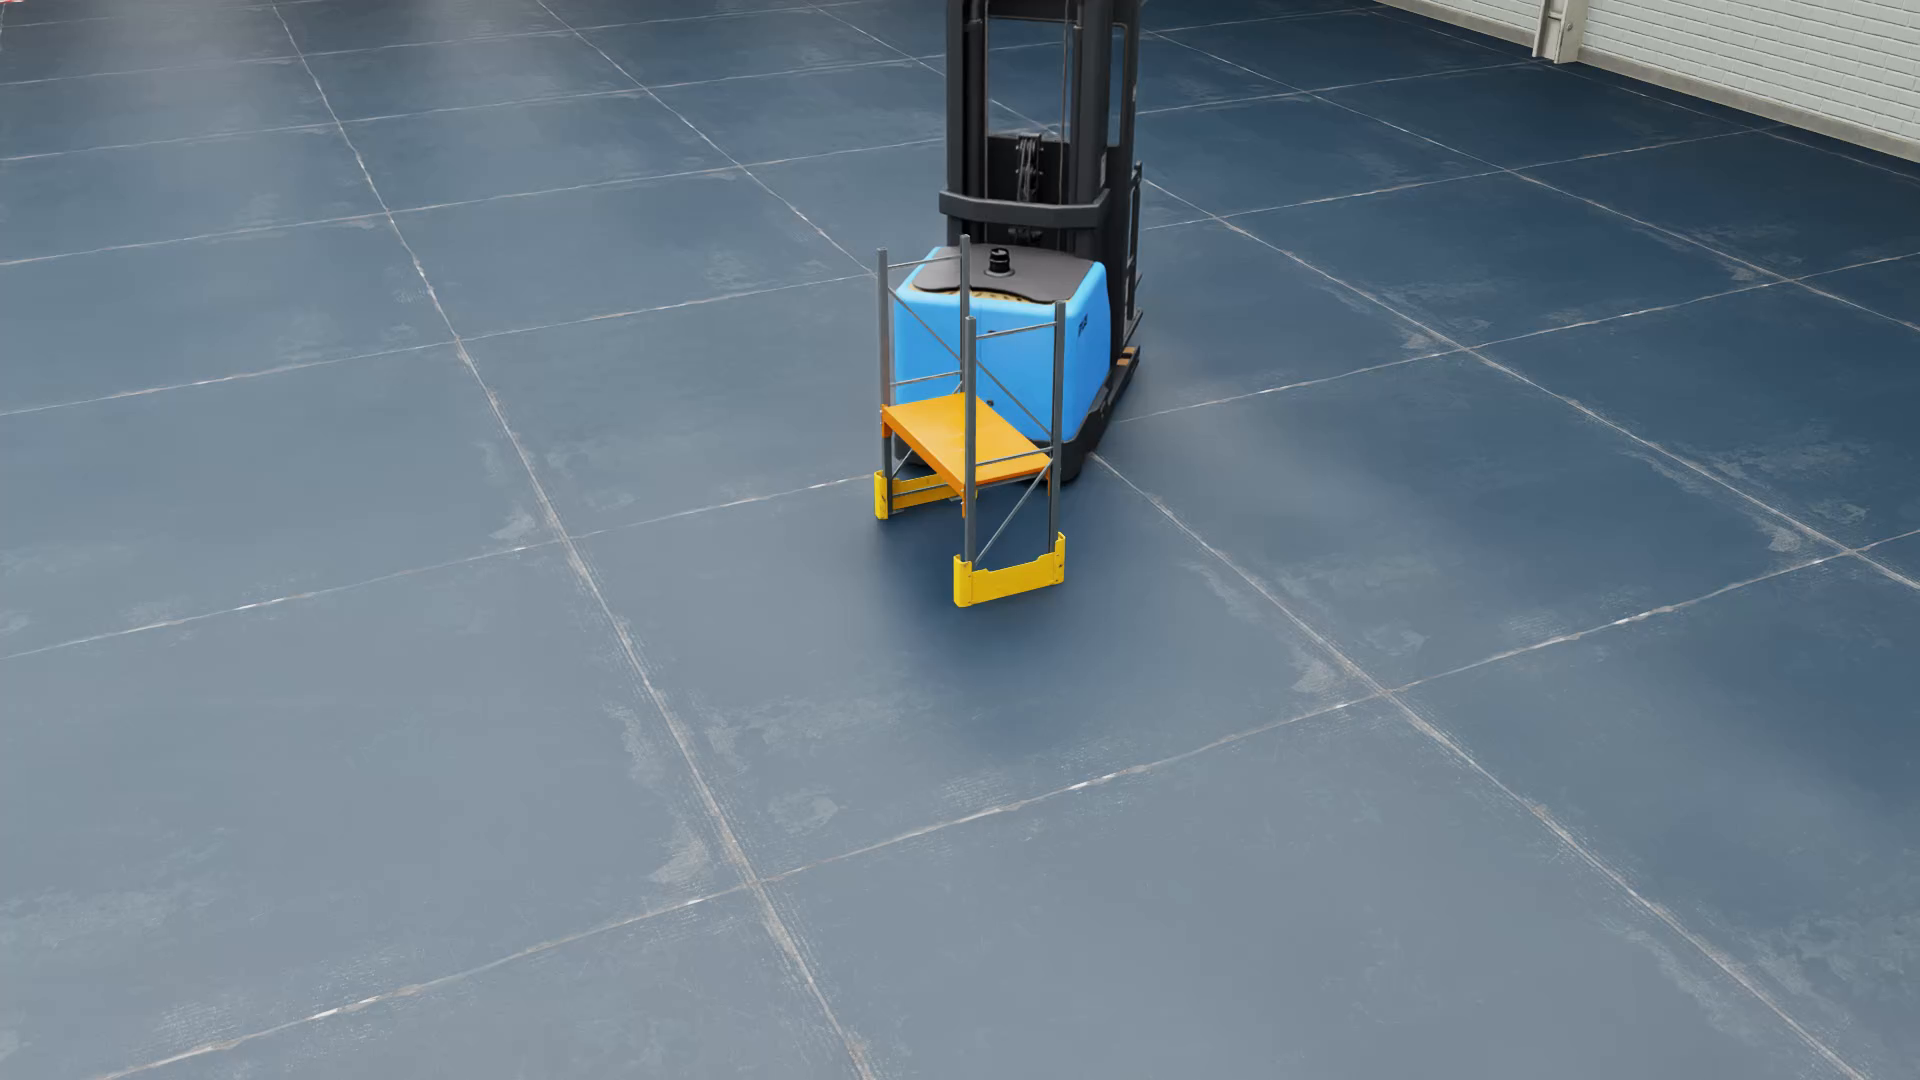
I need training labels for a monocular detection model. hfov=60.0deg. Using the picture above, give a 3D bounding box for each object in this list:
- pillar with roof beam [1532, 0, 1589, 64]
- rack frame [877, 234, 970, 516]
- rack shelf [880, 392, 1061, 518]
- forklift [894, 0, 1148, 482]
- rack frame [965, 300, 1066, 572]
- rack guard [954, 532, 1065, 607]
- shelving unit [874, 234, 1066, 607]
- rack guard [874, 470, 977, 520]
[{"bbox_3d":[2.590,-8.264,14.287,9.100,9.000,0.400,-13,32,-22],"label":"pillar with roof beam"},{"bbox_3d":[-0.182,-0.841,8.716,0.500,1.500,0.032,-13,32,-22],"label":"rack frame"},{"bbox_3d":[0.037,-0.460,8.404,0.538,0.185,1.000,-13,32,-22],"label":"rack shelf"},{"bbox_3d":[0.526,-2.305,9.864,1.130,2.935,3.031,8,30,14],"label":"forklift"},{"bbox_3d":[0.255,-0.392,7.916,0.500,1.500,0.032,-13,32,-22],"label":"rack frame"},{"bbox_3d":[0.247,0.145,8.236,0.587,0.250,0.087,-13,32,-22],"label":"rack guard"},{"bbox_3d":[0.033,-0.620,8.323,0.587,1.500,1.083,-13,32,-22],"label":"shelving unit"},{"bbox_3d":[-0.181,-0.295,9.021,0.587,0.250,0.087,-13,32,-22],"label":"rack guard"}]
